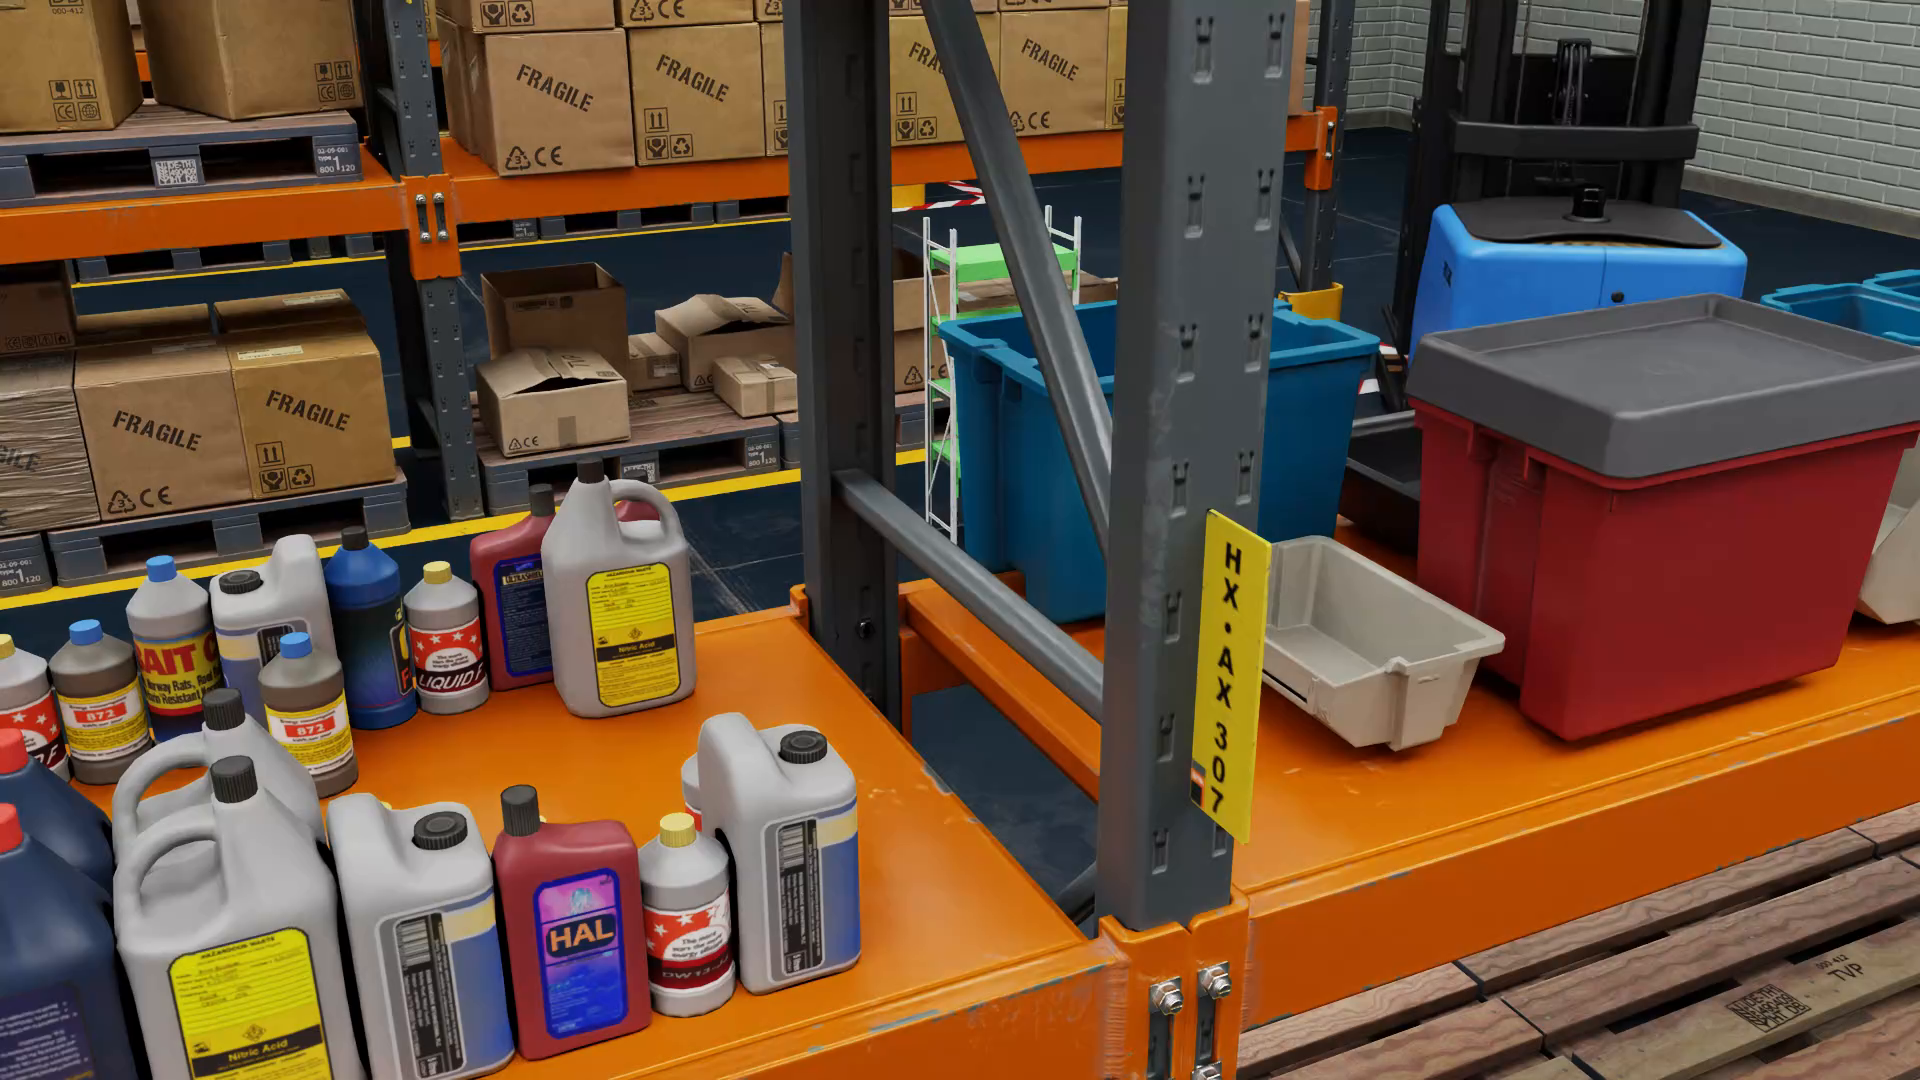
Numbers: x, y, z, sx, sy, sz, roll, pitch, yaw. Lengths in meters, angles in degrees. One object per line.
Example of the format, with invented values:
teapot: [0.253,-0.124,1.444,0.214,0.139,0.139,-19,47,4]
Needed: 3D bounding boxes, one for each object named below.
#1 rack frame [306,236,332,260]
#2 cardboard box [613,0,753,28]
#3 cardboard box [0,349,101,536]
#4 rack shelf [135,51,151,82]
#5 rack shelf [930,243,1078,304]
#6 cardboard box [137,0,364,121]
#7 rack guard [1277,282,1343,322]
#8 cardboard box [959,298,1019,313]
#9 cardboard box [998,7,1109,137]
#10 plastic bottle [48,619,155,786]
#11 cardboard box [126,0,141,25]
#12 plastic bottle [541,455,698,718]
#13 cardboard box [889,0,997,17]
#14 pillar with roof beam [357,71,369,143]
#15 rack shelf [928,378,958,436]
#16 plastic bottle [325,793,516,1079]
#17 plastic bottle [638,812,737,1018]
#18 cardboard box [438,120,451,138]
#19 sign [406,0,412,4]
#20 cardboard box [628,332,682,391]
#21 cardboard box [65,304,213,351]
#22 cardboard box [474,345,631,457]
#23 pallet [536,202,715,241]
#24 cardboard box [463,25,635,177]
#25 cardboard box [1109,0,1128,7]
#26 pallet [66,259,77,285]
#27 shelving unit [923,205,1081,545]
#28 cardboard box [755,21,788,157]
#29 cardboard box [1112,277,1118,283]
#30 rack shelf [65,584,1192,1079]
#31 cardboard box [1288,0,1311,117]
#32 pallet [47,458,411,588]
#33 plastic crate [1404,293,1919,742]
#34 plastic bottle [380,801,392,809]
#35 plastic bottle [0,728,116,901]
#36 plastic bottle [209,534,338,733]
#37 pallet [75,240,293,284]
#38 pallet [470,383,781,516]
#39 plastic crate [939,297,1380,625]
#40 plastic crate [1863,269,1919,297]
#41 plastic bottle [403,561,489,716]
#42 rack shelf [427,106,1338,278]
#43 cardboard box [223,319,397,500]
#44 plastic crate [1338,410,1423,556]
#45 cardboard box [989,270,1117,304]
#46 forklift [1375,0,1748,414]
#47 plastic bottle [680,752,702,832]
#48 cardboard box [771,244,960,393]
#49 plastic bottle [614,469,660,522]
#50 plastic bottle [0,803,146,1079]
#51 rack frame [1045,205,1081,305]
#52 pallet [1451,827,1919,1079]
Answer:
rack frame: [-4.270,-3.339,10.395,0.127,3.000,1.000,-10,25,-24]
cardboard box: [-1.107,-2.208,6.223,0.500,0.500,0.500,-11,25,-25]
cardboard box: [-3.340,-0.338,5.838,0.500,0.500,0.500,-10,25,-23]
rack shelf: [-6.072,-2.675,9.731,4.000,0.370,1.077,-10,25,-24]
rack shelf: [0.149,-0.966,5.928,0.480,0.148,0.258,-10,25,-24]
cardboard box: [-2.642,-1.871,6.169,0.700,0.500,0.500,21,30,41]
rack guard: [1.418,-1.128,8.323,0.348,0.500,1.175,-10,25,-24]
cardboard box: [0.234,-0.907,7.538,0.500,0.250,0.500,-10,25,-24]
cardboard box: [0.283,-2.006,7.043,0.500,0.500,0.500,-10,25,-23]
plastic bottle: [-1.089,0.199,2.107,0.097,0.201,0.097,0,22,0]
cardboard box: [-5.032,-3.280,9.707,0.500,0.500,0.500,-10,25,-23]
plastic bottle: [-0.467,0.051,2.269,0.185,0.351,0.144,-10,25,-24]
cardboard box: [-0.178,-2.379,6.637,0.500,0.500,0.500,-10,24,-22]
pillar with roof beam: [-2.147,-5.042,6.664,0.400,9.000,9.100,-10,25,-24]
rack shelf: [0.149,-0.523,6.111,0.480,0.148,0.258,-10,25,-24]
plastic bottle: [-0.517,0.370,1.597,0.135,0.276,0.152,-10,25,-24]
plastic bottle: [-0.281,0.372,1.688,0.097,0.201,0.097,0,22,0]
cardboard box: [-3.552,-2.467,11.007,0.500,0.500,0.700,-10,25,-23]
sign: [-1.874,-1.977,5.590,0.005,0.325,0.100,-10,25,-24]
cardboard box: [-1.416,-0.794,7.398,0.250,0.149,0.380,-10,25,-24]
cardboard box: [-3.135,-0.592,6.452,0.500,0.500,0.500,-10,25,-23]
cardboard box: [-1.646,-0.589,6.690,0.500,0.311,0.500,-10,25,-24]
pallet: [-2.450,-2.354,11.660,1.213,0.211,1.003,-10,25,-24]
cardboard box: [-1.541,-1.669,6.230,0.500,0.500,0.500,-10,24,-22]
cardboard box: [0.749,-2.552,7.054,0.500,0.500,0.500,-10,24,-22]
pallet: [-6.033,-1.693,10.064,1.213,0.211,1.003,-10,25,-24]
shelving unit: [0.149,-0.582,6.087,0.503,1.200,0.258,-10,25,-24]
cardboard box: [-0.629,-1.838,6.637,0.500,0.500,0.500,-11,25,-24]
cardboard box: [0.960,-1.231,8.454,0.250,0.149,0.380,-10,25,-24]
rack shelf: [-1.775,0.739,1.483,4.000,0.370,1.077,-10,25,-24]
cardboard box: [1.201,-2.174,7.450,0.500,0.500,0.500,-10,24,-22]
pallet: [-2.835,-0.196,6.448,1.213,0.211,1.003,-10,25,-24]
plastic crate: [0.940,-0.044,2.272,0.583,0.464,0.402,-10,25,-24]
plastic bottle: [-0.588,0.364,1.707,0.097,0.201,0.097,0,22,0]
plastic bottle: [-0.889,0.344,1.561,0.185,0.351,0.144,-10,25,-24]
plastic bottle: [-0.885,0.139,2.155,0.135,0.276,0.152,-10,25,-24]
pallet: [-4.932,-1.897,10.556,1.213,0.211,1.003,-10,25,-24]
pallet: [-1.499,-0.458,7.080,1.213,0.211,1.003,-10,25,-24]
plastic crate: [0.300,-0.140,2.609,0.575,0.384,0.392,-10,25,-24]
plastic crate: [2.079,-0.393,3.418,0.300,0.233,0.416,-10,25,-24]
plastic bottle: [-0.705,0.128,2.278,0.097,0.201,0.097,0,22,0]
rack shelf: [-0.316,-1.632,7.211,4.000,0.370,1.077,-10,25,-24]
cardboard box: [-2.438,-0.500,6.230,0.500,0.500,0.500,-11,25,-24]
plastic crate: [0.919,-0.104,2.860,0.590,0.125,0.437,-10,25,-24]
cardboard box: [0.423,-1.153,8.135,0.500,0.250,0.500,-10,25,-24]
forklift: [2.527,-1.969,7.174,1.130,2.935,3.031,3,23,7]
plastic bottle: [-0.259,0.304,1.854,0.097,0.201,0.097,0,22,0]
cardboard box: [-0.427,-0.996,7.422,0.637,0.503,0.797,-10,25,-24]
plastic bottle: [-0.489,0.043,2.377,0.133,0.283,0.061,-10,25,-24]
plastic bottle: [-0.826,0.394,1.441,0.185,0.351,0.144,-10,25,-24]
rack frame: [0.369,-0.622,6.185,0.015,1.200,0.240,-10,25,-24]
pallet: [1.773,1.024,3.499,1.213,0.211,1.003,-10,25,-24]
